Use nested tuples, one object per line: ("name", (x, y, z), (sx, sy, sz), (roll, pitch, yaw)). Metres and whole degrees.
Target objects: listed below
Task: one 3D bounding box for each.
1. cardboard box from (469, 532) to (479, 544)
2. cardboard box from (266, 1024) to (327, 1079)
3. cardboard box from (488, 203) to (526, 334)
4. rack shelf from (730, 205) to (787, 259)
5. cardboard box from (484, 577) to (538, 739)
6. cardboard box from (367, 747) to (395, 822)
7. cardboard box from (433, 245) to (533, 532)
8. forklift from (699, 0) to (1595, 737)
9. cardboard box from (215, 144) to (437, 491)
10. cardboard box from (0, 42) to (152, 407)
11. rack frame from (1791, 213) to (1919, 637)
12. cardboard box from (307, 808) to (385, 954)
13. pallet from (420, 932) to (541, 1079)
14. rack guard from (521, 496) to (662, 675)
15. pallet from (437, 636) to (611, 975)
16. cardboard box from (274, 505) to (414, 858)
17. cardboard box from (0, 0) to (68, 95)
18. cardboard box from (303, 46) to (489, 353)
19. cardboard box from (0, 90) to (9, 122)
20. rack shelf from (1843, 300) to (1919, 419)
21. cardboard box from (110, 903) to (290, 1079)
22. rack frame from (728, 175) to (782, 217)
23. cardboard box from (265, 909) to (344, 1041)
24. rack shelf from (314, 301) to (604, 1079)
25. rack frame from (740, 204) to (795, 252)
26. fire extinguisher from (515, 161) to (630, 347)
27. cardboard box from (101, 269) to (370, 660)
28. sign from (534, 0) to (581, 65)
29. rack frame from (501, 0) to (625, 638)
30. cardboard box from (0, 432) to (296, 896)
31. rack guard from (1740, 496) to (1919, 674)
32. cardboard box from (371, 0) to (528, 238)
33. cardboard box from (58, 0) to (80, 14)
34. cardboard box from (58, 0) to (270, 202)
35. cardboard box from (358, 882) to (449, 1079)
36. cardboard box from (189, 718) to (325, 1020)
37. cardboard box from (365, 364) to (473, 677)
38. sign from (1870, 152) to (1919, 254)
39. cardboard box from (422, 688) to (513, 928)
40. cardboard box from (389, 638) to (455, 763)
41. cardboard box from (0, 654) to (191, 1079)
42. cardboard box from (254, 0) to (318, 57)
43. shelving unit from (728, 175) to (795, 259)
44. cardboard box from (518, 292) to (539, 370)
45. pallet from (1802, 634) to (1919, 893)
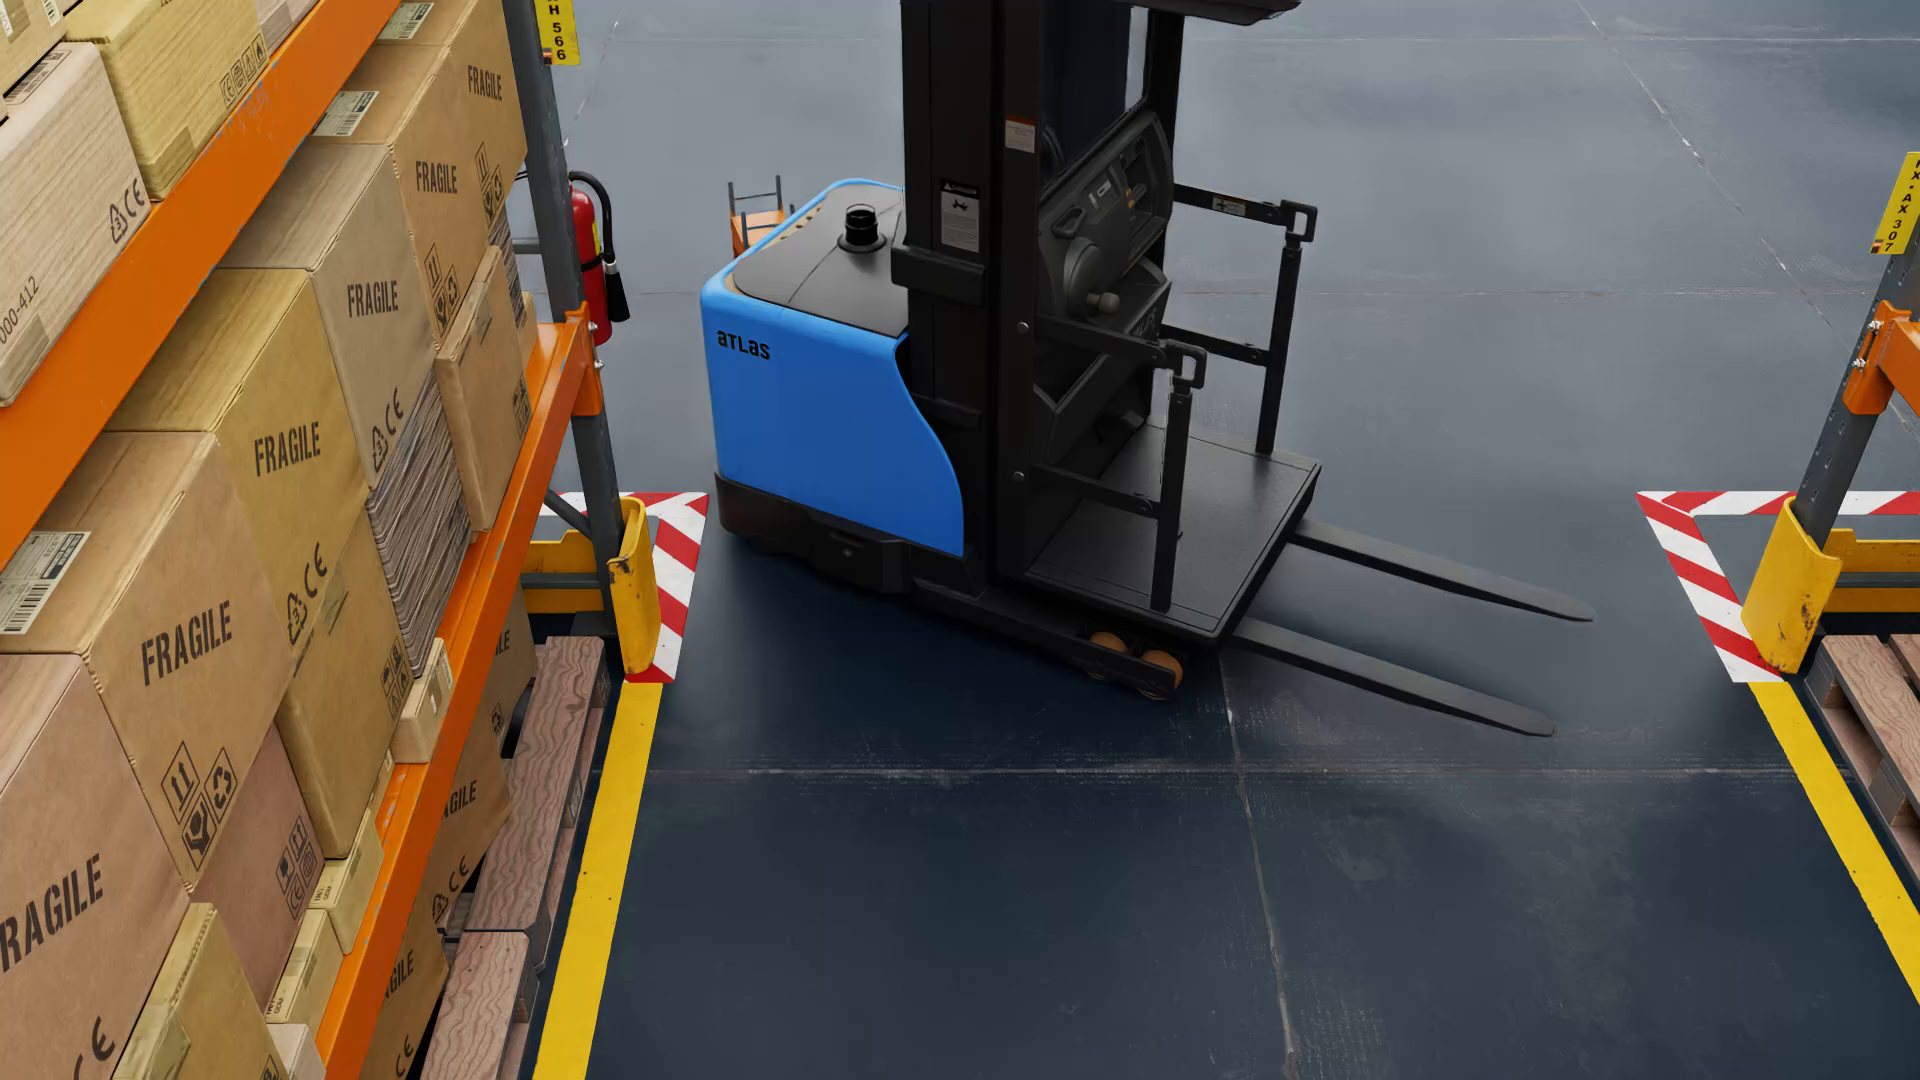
("cardboard box", (-1.400, -0.122, 4.204), (0.380, 0.149, 0.250), (0, 39, 0))
("cardboard box", (-1.322, 0.973, 2.838), (0.380, 0.149, 0.250), (0, 39, 0))
("cardboard box", (-1.670, -0.678, 4.379), (0.875, 0.500, 0.500), (0, 39, 0))
("rack shelf", (-0.741, -1.092, 6.336), (0.215, 0.259, 0.240), (-11, 40, -13))
("cardboard box", (-1.659, 0.335, 5.096), (0.500, 0.500, 0.500), (7, 39, 8))
("cardboard box", (-1.399, 0.504, 3.424), (0.380, 0.149, 0.250), (0, 39, 0))
("cardboard box", (-1.549, -0.365, 3.989), (0.875, 0.500, 0.500), (0, 39, 0))
("forklift", (0.646, -0.990, 5.142), (3.031, 2.935, 1.130), (18, 42, 21))
("cardboard box", (-1.391, -0.443, 3.287), (0.500, 0.500, 0.500), (0, 39, 0))
("cardboard box", (-1.378, -0.400, 2.072), (0.500, 0.250, 0.500), (-1, 39, -2))
("rack frame", (3.310, -0.870, 4.937), (1.000, 3.000, 0.127), (0, 39, 0))
("cardboard box", (-1.353, 0.660, 3.229), (0.380, 0.149, 0.250), (0, 39, 0))
("pallet", (-1.679, 1.538, 4.162), (1.003, 0.211, 1.213), (0, 39, 0))
("rack guard", (-1.643, 0.156, 5.655), (1.175, 0.500, 0.348), (0, 39, 0))
("pallet", (-1.677, 0.777, 5.112), (1.003, 0.211, 1.213), (0, 39, 0))
("cardboard box", (-1.603, 0.260, 3.209), (0.875, 0.500, 0.500), (0, 39, 0))
("cardboard box", (-1.370, -0.652, 2.067), (0.380, 0.149, 0.250), (-1, 39, -1))
("cardboard box", (-1.389, -0.755, 3.677), (0.500, 0.500, 0.500), (0, 39, 0))
("cardboard box", (-1.335, -0.492, 1.868), (0.380, 0.149, 0.250), (-1, 39, -1))
("rack shelf", (3.312, 0.661, 3.602), (1.077, 0.370, 4.000), (0, 39, 0))
("cardboard box", (-1.542, 0.886, 2.429), (0.875, 0.500, 0.500), (0, 39, 0))
("rack frame", (-0.777, -0.951, 6.598), (0.200, 1.050, 0.008), (-11, 40, -13))
("cardboard box", (-1.364, 0.816, 3.033), (0.380, 0.149, 0.250), (0, 39, 0))
("rack shelf", (-1.641, 0.665, 3.597), (1.077, 0.370, 4.000), (0, 39, 0))
("rack frame", (-0.705, -0.806, 6.416), (0.200, 1.050, 0.008), (-11, 40, -13))
("fire extinguisher", (-1.182, -0.908, 5.047), (0.296, 0.674, 0.183), (0, 39, 0))
("cardboard box", (-1.399, -0.130, 2.896), (0.500, 0.500, 0.500), (0, 39, 0))
("sign", (-1.088, -1.430, 4.457), (0.100, 0.325, 0.005), (0, 39, 0))
("rack frame", (-1.643, -0.867, 4.933), (1.000, 3.000, 0.127), (0, 39, 0))
("cardboard box", (-1.387, 0.183, 2.506), (0.500, 0.500, 0.500), (0, 39, 0))
("rack guard", (3.357, 0.153, 5.660), (1.175, 0.500, 0.348), (0, 39, 0))
("cardboard box", (-1.395, -1.068, 4.067), (0.500, 0.500, 0.500), (0, 39, 0))
("cardboard box", (-1.404, -0.813, 2.268), (0.380, 0.149, 0.250), (1, 39, 1))
("cardboard box", (-1.387, -0.730, 2.484), (0.500, 0.250, 0.500), (-1, 39, -1))
("cardboard box", (-1.642, 1.101, 4.141), (0.500, 0.500, 0.500), (3, 39, 4))
("cardboard box", (-1.644, 0.573, 2.819), (0.875, 0.500, 0.500), (0, 39, 0))
("cardboard box", (-1.592, -0.052, 3.599), (0.875, 0.500, 0.500), (0, 39, 0))
("sign", (2.760, -0.981, 4.854), (0.100, 0.325, 0.005), (0, 39, 0))
("cardboard box", (-1.624, 0.709, 4.629), (0.500, 0.500, 0.500), (10, 40, 12))
("cardboard box", (-1.329, 0.347, 3.619), (0.380, 0.149, 0.250), (0, 39, 0))
("cardboard box", (-1.387, 0.495, 2.116), (0.500, 0.500, 0.500), (0, 39, 0))
("cardboard box", (-1.393, -1.045, 2.876), (0.500, 0.250, 0.500), (1, 39, 1))
("shelving unit", (-0.741, -0.878, 6.507), (0.215, 1.050, 0.252), (-11, 40, -13))
("cardboard box", (-1.436, -0.591, 4.789), (0.380, 0.149, 0.250), (0, 39, 0))
("pallet", (3.353, 0.773, 5.116), (1.003, 0.211, 1.213), (0, 39, 0))
